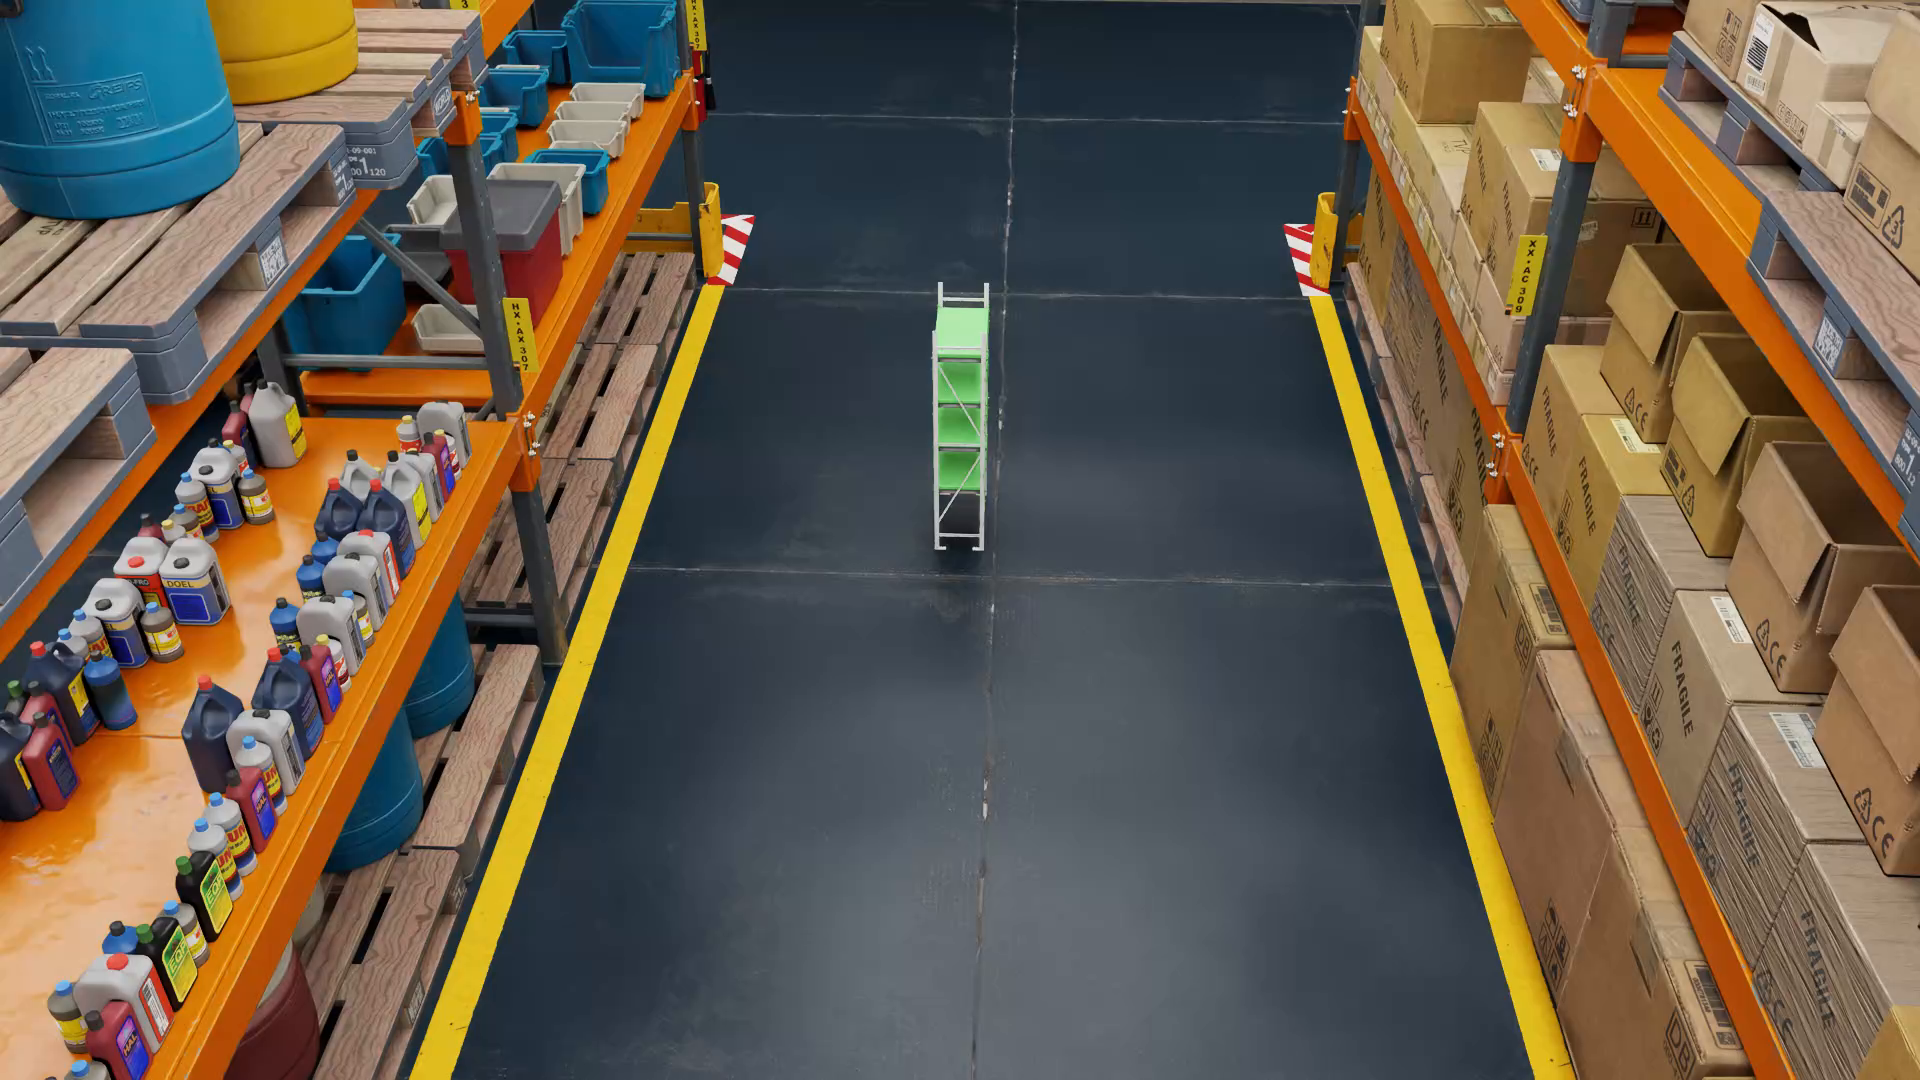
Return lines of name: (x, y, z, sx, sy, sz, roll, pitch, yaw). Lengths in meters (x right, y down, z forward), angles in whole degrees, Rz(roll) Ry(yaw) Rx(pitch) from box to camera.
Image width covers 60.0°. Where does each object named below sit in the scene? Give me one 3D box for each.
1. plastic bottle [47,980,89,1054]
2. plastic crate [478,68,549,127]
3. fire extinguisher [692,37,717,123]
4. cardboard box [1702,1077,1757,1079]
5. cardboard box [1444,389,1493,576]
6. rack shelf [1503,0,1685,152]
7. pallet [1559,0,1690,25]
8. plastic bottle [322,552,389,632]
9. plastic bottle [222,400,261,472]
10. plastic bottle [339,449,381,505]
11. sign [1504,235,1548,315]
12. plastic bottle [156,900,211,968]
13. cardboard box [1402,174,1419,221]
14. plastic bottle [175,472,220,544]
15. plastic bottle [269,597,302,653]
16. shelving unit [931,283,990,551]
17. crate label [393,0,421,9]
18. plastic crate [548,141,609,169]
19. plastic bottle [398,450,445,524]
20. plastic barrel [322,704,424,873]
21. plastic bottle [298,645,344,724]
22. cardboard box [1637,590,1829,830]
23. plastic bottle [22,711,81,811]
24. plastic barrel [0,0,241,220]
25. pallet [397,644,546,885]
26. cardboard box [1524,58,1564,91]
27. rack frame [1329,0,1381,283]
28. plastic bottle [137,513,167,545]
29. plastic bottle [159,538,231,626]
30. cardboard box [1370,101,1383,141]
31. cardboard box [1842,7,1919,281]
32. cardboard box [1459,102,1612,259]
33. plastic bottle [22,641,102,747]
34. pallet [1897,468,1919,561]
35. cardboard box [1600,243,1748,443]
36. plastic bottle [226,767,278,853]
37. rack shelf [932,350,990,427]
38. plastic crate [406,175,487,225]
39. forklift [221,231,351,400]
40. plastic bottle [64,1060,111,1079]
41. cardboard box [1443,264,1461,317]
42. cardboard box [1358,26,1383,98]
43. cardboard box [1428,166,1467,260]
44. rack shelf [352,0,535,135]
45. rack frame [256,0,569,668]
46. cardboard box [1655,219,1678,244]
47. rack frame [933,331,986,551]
plastic bottle: (-2.203, 1.176, 4.141, 0.097, 0.201, 0.097, 0, 35, 0)
plastic crate: (-2.481, -2.446, 9.215, 0.416, 0.233, 0.300, 1, 35, 2)
fire extinguisher: (-1.655, -2.894, 10.151, 0.296, 0.674, 0.183, 1, 35, 2)
cardboard box: (2.561, 2.010, 4.264, 1.225, 0.875, 0.875, 0, 35, 0)
cardboard box: (2.779, -0.270, 7.508, 0.875, 0.875, 0.875, 1, 35, 2)
rack shelf: (2.753, -2.672, 7.460, 1.077, 0.370, 4.000, 1, 35, 2)
pallet: (2.716, -2.251, 6.312, 1.003, 0.211, 1.213, 1, 35, 2)
plastic bottle: (-2.009, 0.157, 5.525, 0.152, 0.276, 0.135, 1, 35, 2)
plastic bottle: (-2.723, -0.379, 6.282, 0.061, 0.283, 0.133, 1, 35, 2)
plastic bottle: (-2.130, -0.152, 5.900, 0.144, 0.351, 0.185, 1, 35, 2)
sign: (2.118, -0.988, 6.226, 0.100, 0.325, 0.005, 1, 35, 2)
plastic bottle: (-2.041, 1.026, 4.355, 0.097, 0.201, 0.097, 0, 35, 0)
cardboard box: (2.429, -1.705, 8.286, 0.380, 0.149, 0.250, 0, 35, 1)
plastic bottle: (-2.722, -0.118, 5.921, 0.097, 0.271, 0.097, 0, 35, 0)
plastic bottle: (-2.144, 0.300, 5.326, 0.097, 0.271, 0.097, 0, 35, 0)
shelving unit: (0.007, -0.586, 8.040, 0.258, 1.200, 0.503, 1, 35, 2)
crate label: (-1.968, -2.098, 6.247, 0.293, 0.136, 0.466, 1, 35, 2)
plastic crate: (-1.974, -1.949, 8.592, 0.298, 0.136, 0.250, 1, 35, 2)
plastic bottle: (-1.984, -0.210, 6.048, 0.152, 0.276, 0.135, 1, 35, 2)
plastic barrel: (-2.344, 0.701, 6.103, 0.600, 0.901, 0.708, 1, 35, 2)
plastic bottle: (-1.982, 0.422, 5.143, 0.061, 0.283, 0.133, 1, 35, 2)
cardboard box: (2.349, 0.501, 4.841, 0.500, 0.500, 0.500, 2, 35, 3)
plastic bottle: (-2.650, 0.640, 4.832, 0.061, 0.283, 0.133, 1, 35, 2)
plastic barrel: (-2.192, -1.324, 4.116, 0.600, 0.901, 0.708, 1, 35, 2)
pallet: (-2.349, 0.879, 6.816, 1.003, 0.211, 1.213, 1, 35, 2)
cardboard box: (3.058, -2.372, 8.889, 0.500, 0.250, 0.500, 1, 35, 1)
rack frame: (2.833, -2.888, 9.751, 1.000, 3.000, 0.127, 1, 35, 2)
plastic bottle: (-2.753, 0.055, 5.665, 0.061, 0.283, 0.133, 1, 35, 2)
plastic bottle: (-2.561, 0.139, 5.551, 0.152, 0.276, 0.135, 1, 35, 2)
cardboard box: (2.471, -2.294, 9.124, 0.380, 0.149, 0.250, 1, 35, 1)
cardboard box: (2.573, -0.907, 3.868, 0.797, 0.503, 0.637, 1, 35, 1)
cardboard box: (2.448, -1.515, 7.017, 0.500, 0.500, 0.500, 2, 35, 2)
plastic bottle: (-2.740, 0.442, 5.056, 0.144, 0.351, 0.185, 1, 35, 2)
pallet: (2.485, 0.187, 2.931, 1.213, 0.211, 1.003, 3, 35, 4)
cardboard box: (2.655, -0.674, 5.641, 0.797, 0.503, 0.637, 0, 35, 1)
plastic bottle: (-2.005, 0.738, 4.693, 0.061, 0.283, 0.133, 1, 35, 2)
rack shelf: (0.007, -0.730, 7.939, 0.258, 0.148, 0.480, 1, 35, 2)
plastic crate: (-2.507, -1.628, 8.135, 0.293, 0.136, 0.466, 1, 35, 2)
forklift: (-4.536, -2.183, 8.806, 1.130, 2.935, 3.031, 2, 35, 3)
plastic bottle: (-2.061, 1.312, 3.947, 0.097, 0.201, 0.097, 0, 35, 0)
cardboard box: (2.389, -1.113, 7.443, 0.380, 0.149, 0.250, 2, 35, 3)
cardboard box: (2.544, -2.679, 9.325, 0.500, 0.250, 0.500, 0, 35, 1)
cardboard box: (2.467, -1.501, 7.648, 0.500, 0.250, 0.500, 2, 35, 3)
rack shelf: (-2.196, -2.786, 7.623, 1.077, 0.370, 4.000, 1, 35, 2)
rack frame: (-2.276, -0.704, 6.643, 1.000, 3.000, 0.127, 1, 35, 2)
cardboard box: (2.947, -1.226, 6.606, 0.500, 0.500, 0.500, 1, 35, 2)
rack frame: (-0.003, -0.446, 7.841, 0.240, 1.200, 0.015, 1, 35, 2)
